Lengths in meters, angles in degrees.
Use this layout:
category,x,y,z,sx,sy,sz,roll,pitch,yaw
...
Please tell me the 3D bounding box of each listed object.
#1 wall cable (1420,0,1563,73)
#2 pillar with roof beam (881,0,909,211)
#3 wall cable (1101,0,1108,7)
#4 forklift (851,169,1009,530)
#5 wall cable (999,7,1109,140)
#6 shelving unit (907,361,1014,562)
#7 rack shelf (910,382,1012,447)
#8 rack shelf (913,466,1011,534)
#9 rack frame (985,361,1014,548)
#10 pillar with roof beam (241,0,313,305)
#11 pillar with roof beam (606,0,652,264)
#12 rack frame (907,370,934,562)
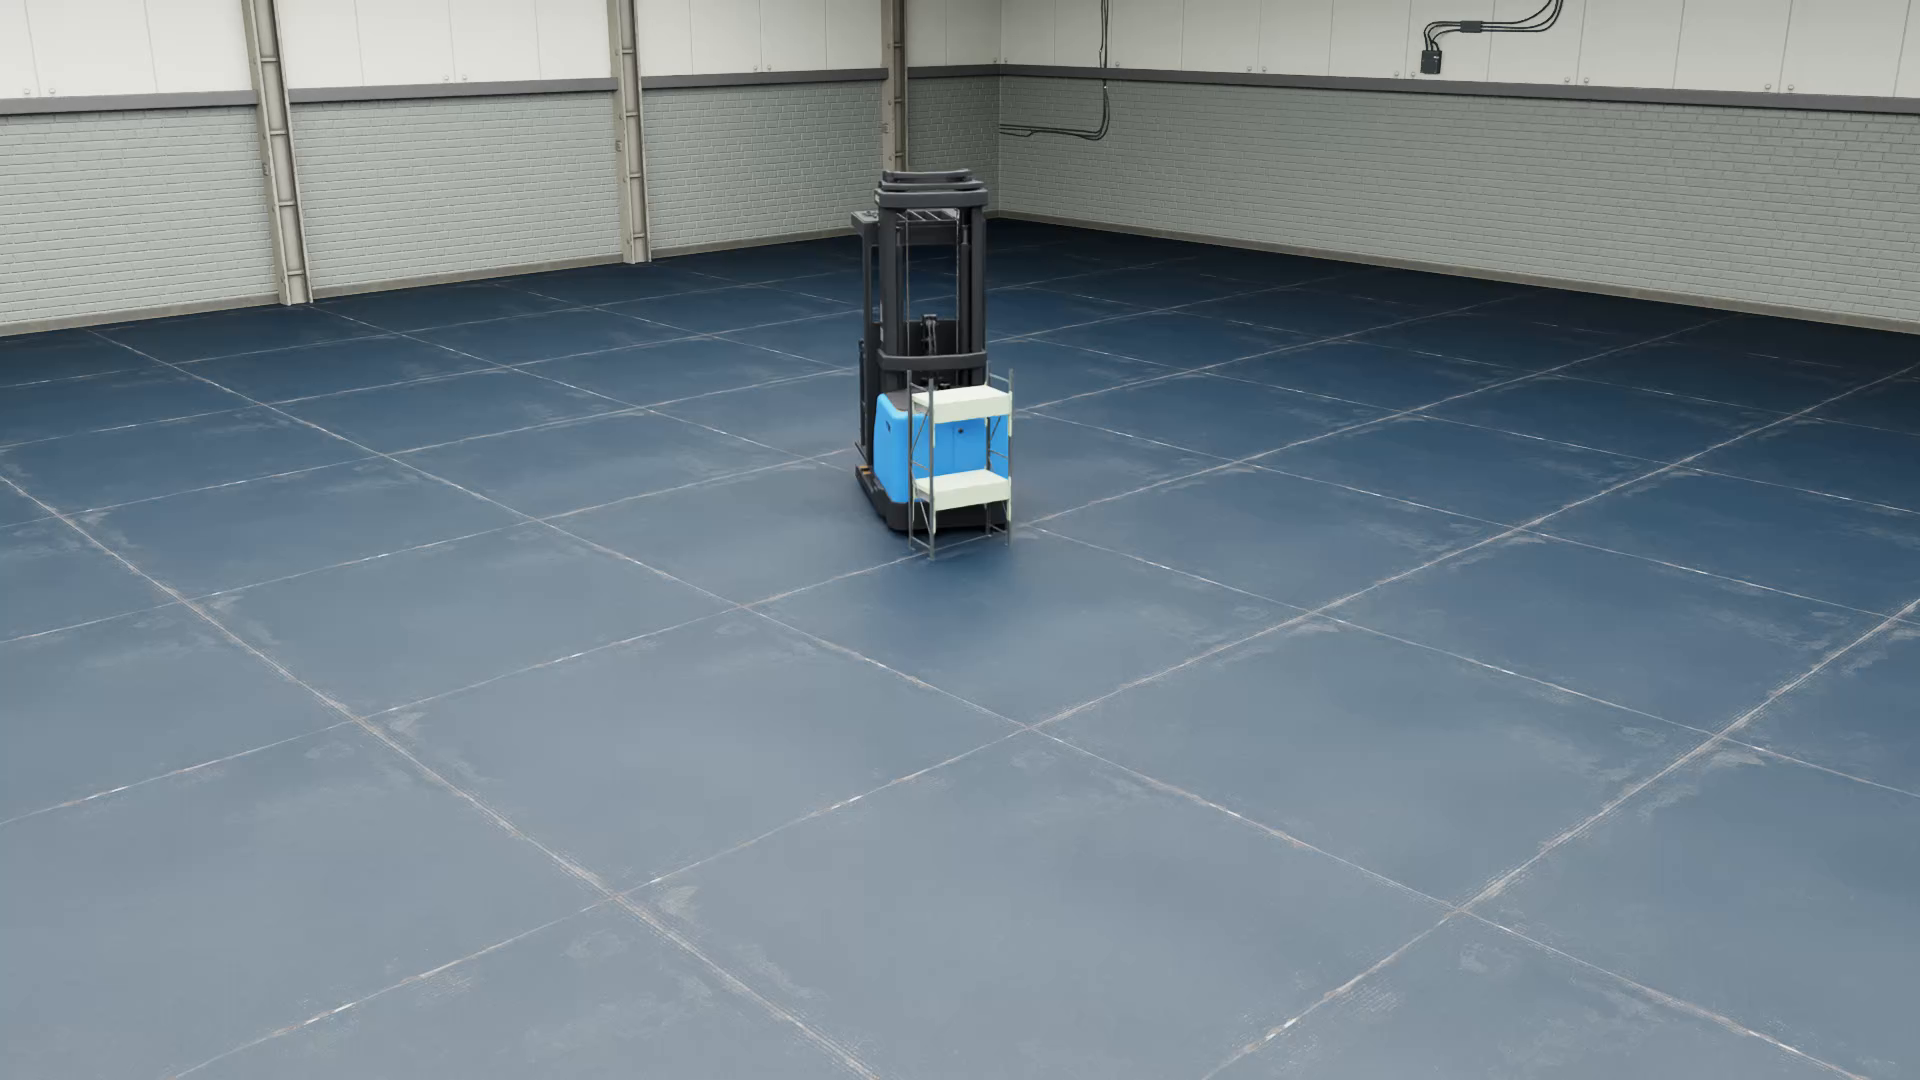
category,x,y,z,sx,sy,sz,roll,pitch,yaw
wall cable,8.306,-10.207,25.360,0.169,6.003,2.305,-16,24,-41
pillar with roof beam,1.704,-9.427,28.470,0.400,9.000,9.100,-16,24,-41
wall cable,3.654,-11.039,30.287,0.112,2.526,3.097,-16,24,-41
forklift,-0.365,-1.890,15.061,1.130,2.935,3.031,-4,18,-11
wall cable,1.795,-9.243,32.936,0.112,2.526,3.097,-16,24,-41
shelving unit,0.004,-0.647,13.548,0.755,1.500,0.431,-10,20,-28
rack shelf,0.004,-1.018,13.428,0.720,0.370,0.431,-10,20,-28
rack shelf,0.004,-0.337,13.649,0.720,0.370,0.431,-10,20,-28
rack frame,0.324,-0.702,13.717,0.023,1.500,0.400,-10,20,-28
pillar with roof beam,-7.016,-6.884,20.628,0.400,9.000,9.100,-16,24,-41
pillar with roof beam,-2.656,-8.156,24.549,0.400,9.000,9.100,-16,24,-41
rack frame,-0.316,-0.592,13.379,0.023,1.500,0.400,-10,20,-28
